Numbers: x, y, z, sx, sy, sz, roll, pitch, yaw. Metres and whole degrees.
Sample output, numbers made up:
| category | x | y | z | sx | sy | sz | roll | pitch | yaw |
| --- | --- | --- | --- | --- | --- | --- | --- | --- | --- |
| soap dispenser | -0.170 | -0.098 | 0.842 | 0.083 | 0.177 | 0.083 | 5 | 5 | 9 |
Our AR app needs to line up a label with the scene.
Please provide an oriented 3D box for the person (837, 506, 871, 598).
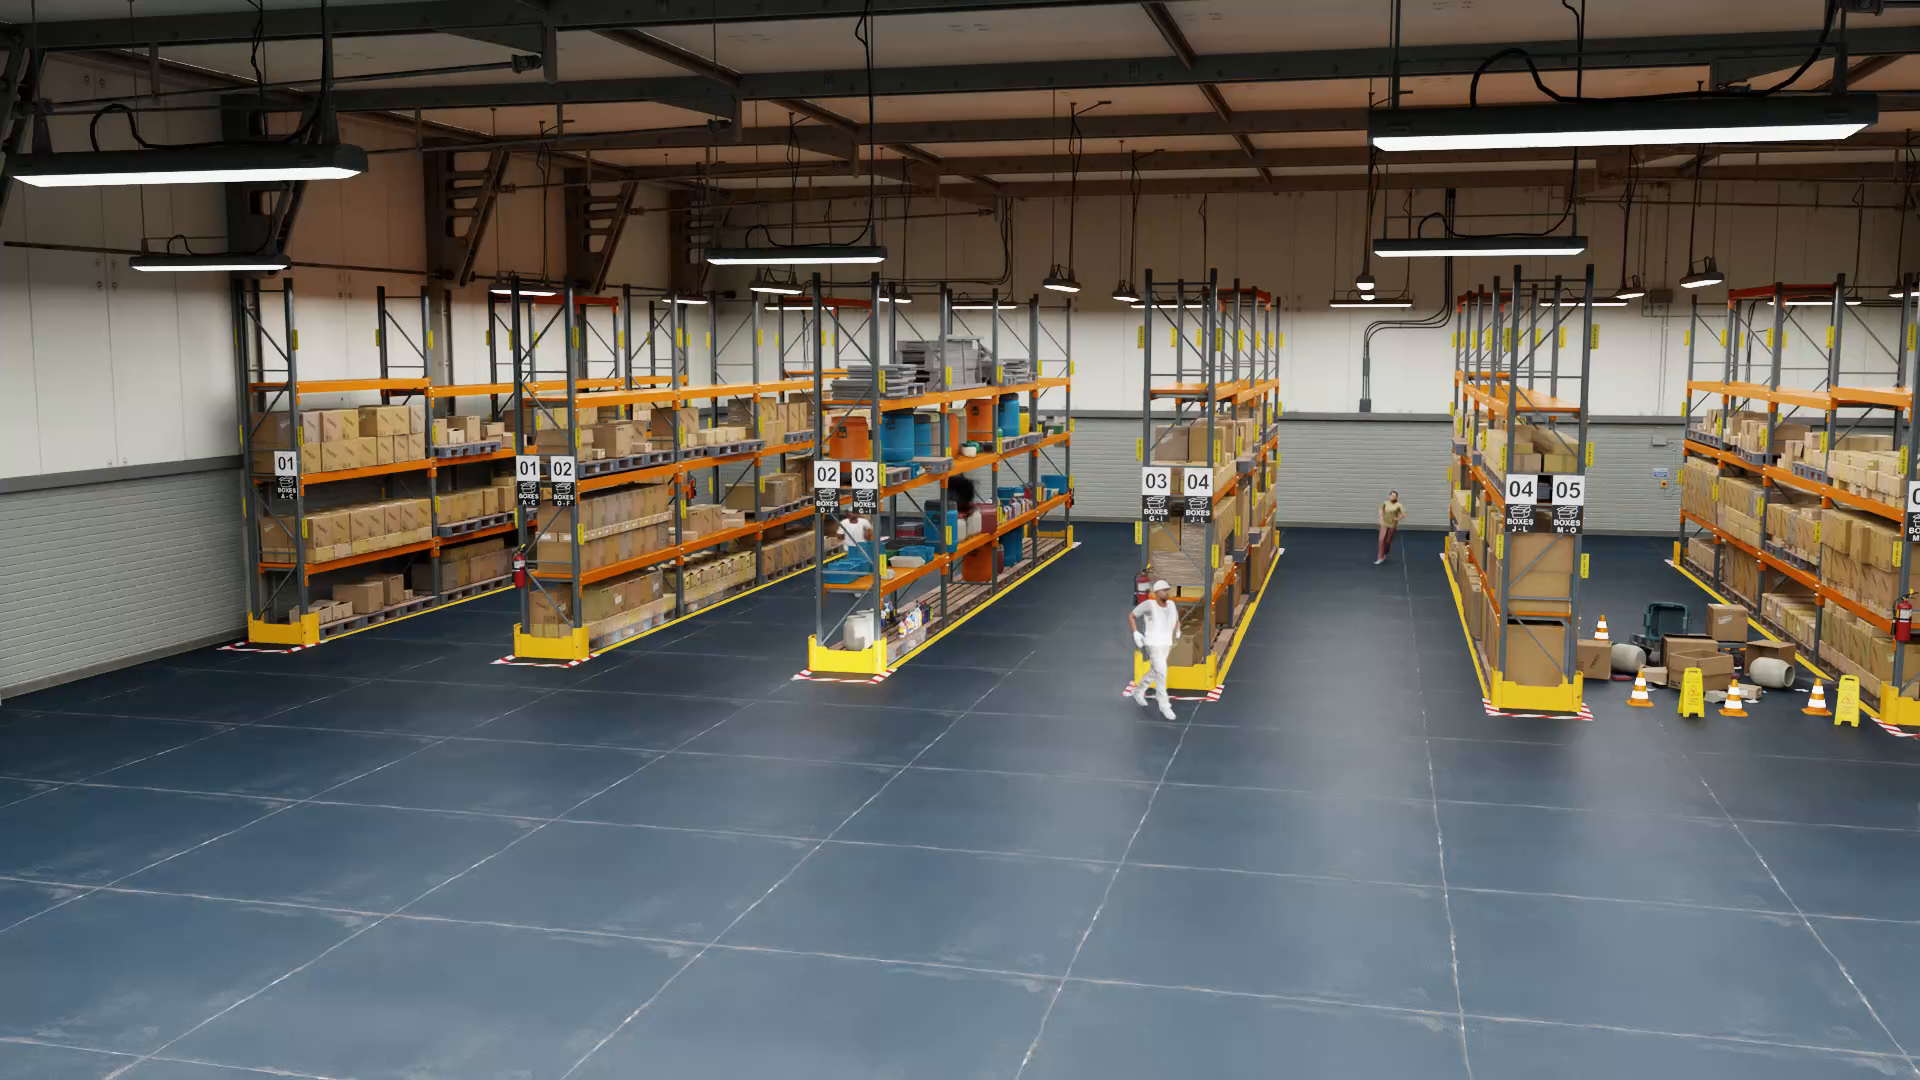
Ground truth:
| category | x | y | z | sx | sy | sz | roll | pitch | yaw |
| --- | --- | --- | --- | --- | --- | --- | --- | --- | --- |
| person | -2.091 | 0.211 | 32.680 | 0.635 | 1.815 | 0.841 | 1 | 7 | 5 |

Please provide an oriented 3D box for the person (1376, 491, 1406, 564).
| category | x | y | z | sx | sy | sz | roll | pitch | yaw |
| --- | --- | --- | --- | --- | --- | --- | --- | --- | --- |
| person | 9.721 | -0.304 | 37.463 | 0.603 | 1.638 | 0.924 | 3 | 7 | 21 |

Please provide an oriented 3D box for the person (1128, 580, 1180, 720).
| category | x | y | z | sx | sy | sz | roll | pitch | yaw |
| --- | --- | --- | --- | --- | --- | --- | --- | --- | --- |
| person | 2.674 | 1.436 | 22.402 | 0.693 | 1.812 | 0.915 | -6 | 9 | -39 |
